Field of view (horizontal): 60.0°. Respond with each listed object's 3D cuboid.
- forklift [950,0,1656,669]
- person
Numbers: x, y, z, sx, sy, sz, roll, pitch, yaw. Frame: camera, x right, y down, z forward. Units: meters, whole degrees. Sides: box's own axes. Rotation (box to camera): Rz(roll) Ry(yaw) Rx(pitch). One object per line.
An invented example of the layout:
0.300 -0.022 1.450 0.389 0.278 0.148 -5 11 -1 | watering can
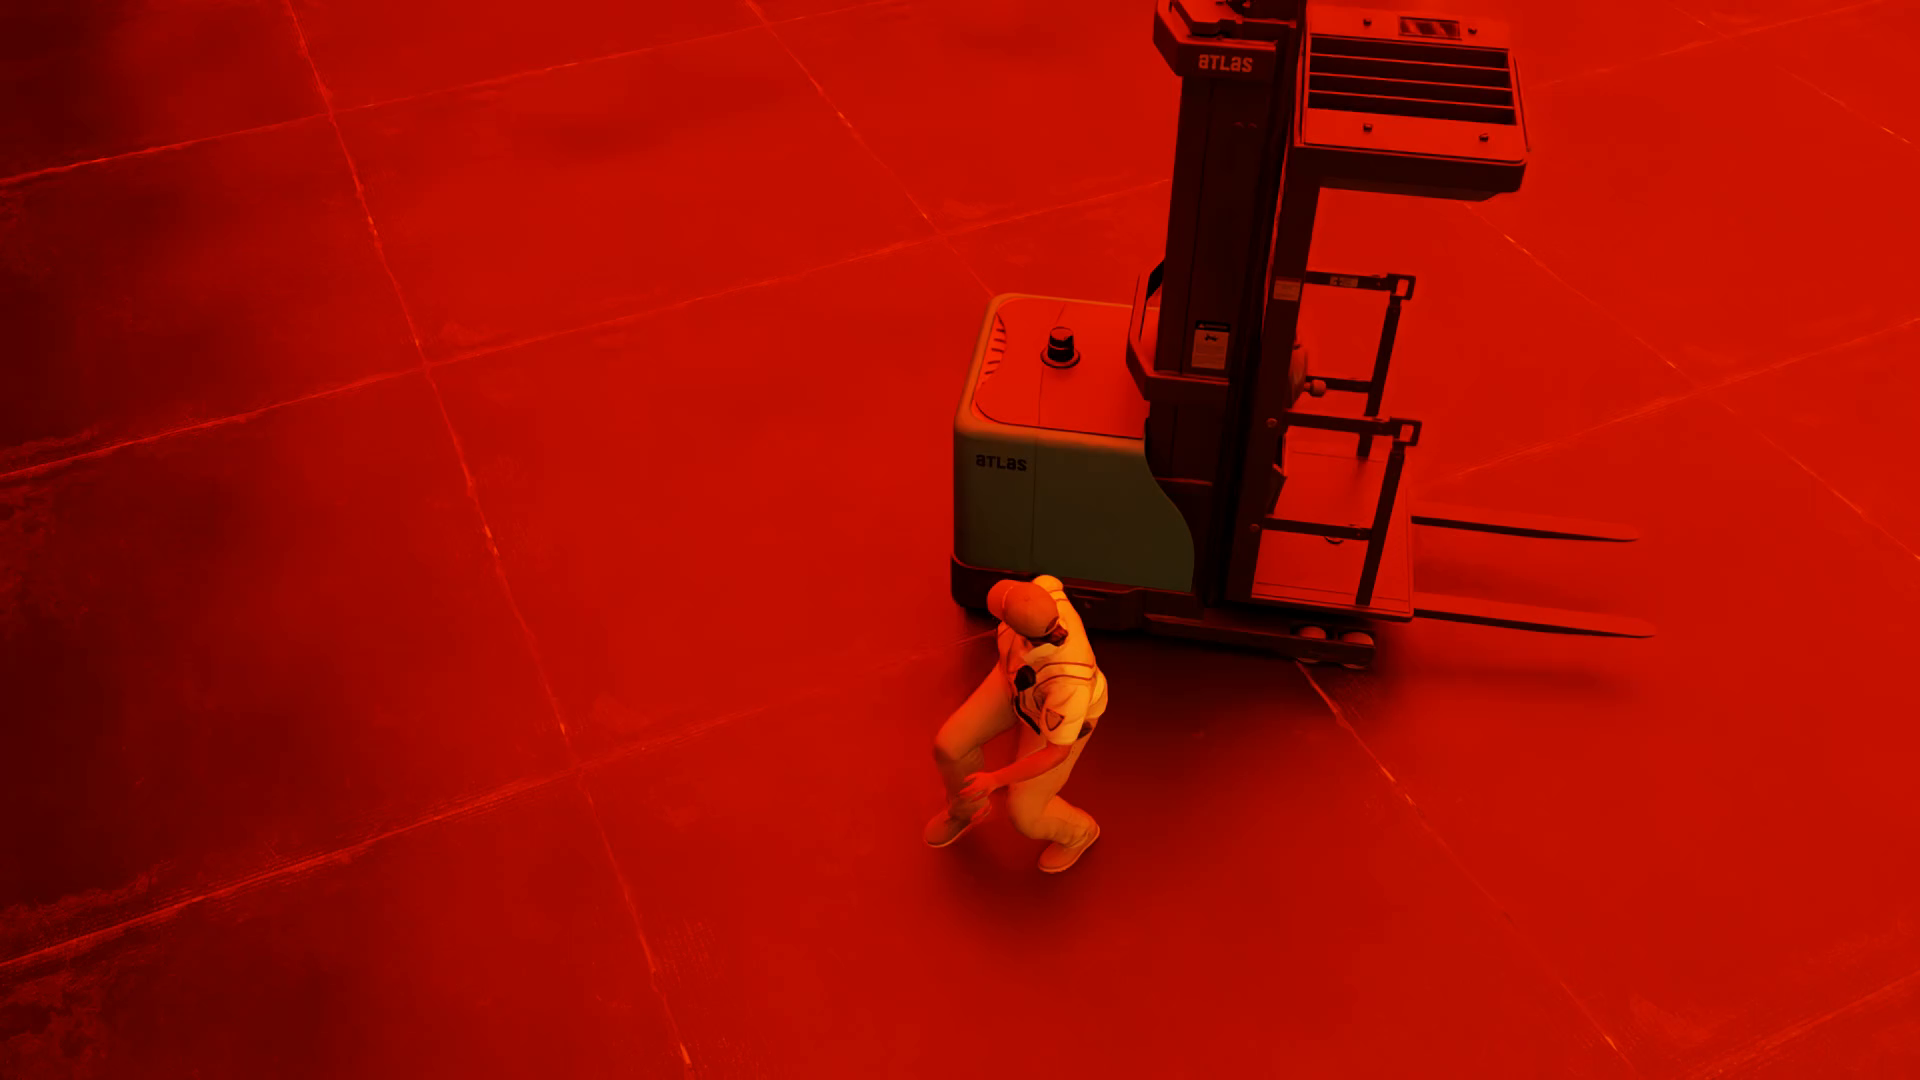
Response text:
1.524 -0.907 6.652 3.031 2.935 1.130 7 43 7 | forklift
0.208 0.626 6.116 0.718 1.463 0.708 -26 49 -25 | person
